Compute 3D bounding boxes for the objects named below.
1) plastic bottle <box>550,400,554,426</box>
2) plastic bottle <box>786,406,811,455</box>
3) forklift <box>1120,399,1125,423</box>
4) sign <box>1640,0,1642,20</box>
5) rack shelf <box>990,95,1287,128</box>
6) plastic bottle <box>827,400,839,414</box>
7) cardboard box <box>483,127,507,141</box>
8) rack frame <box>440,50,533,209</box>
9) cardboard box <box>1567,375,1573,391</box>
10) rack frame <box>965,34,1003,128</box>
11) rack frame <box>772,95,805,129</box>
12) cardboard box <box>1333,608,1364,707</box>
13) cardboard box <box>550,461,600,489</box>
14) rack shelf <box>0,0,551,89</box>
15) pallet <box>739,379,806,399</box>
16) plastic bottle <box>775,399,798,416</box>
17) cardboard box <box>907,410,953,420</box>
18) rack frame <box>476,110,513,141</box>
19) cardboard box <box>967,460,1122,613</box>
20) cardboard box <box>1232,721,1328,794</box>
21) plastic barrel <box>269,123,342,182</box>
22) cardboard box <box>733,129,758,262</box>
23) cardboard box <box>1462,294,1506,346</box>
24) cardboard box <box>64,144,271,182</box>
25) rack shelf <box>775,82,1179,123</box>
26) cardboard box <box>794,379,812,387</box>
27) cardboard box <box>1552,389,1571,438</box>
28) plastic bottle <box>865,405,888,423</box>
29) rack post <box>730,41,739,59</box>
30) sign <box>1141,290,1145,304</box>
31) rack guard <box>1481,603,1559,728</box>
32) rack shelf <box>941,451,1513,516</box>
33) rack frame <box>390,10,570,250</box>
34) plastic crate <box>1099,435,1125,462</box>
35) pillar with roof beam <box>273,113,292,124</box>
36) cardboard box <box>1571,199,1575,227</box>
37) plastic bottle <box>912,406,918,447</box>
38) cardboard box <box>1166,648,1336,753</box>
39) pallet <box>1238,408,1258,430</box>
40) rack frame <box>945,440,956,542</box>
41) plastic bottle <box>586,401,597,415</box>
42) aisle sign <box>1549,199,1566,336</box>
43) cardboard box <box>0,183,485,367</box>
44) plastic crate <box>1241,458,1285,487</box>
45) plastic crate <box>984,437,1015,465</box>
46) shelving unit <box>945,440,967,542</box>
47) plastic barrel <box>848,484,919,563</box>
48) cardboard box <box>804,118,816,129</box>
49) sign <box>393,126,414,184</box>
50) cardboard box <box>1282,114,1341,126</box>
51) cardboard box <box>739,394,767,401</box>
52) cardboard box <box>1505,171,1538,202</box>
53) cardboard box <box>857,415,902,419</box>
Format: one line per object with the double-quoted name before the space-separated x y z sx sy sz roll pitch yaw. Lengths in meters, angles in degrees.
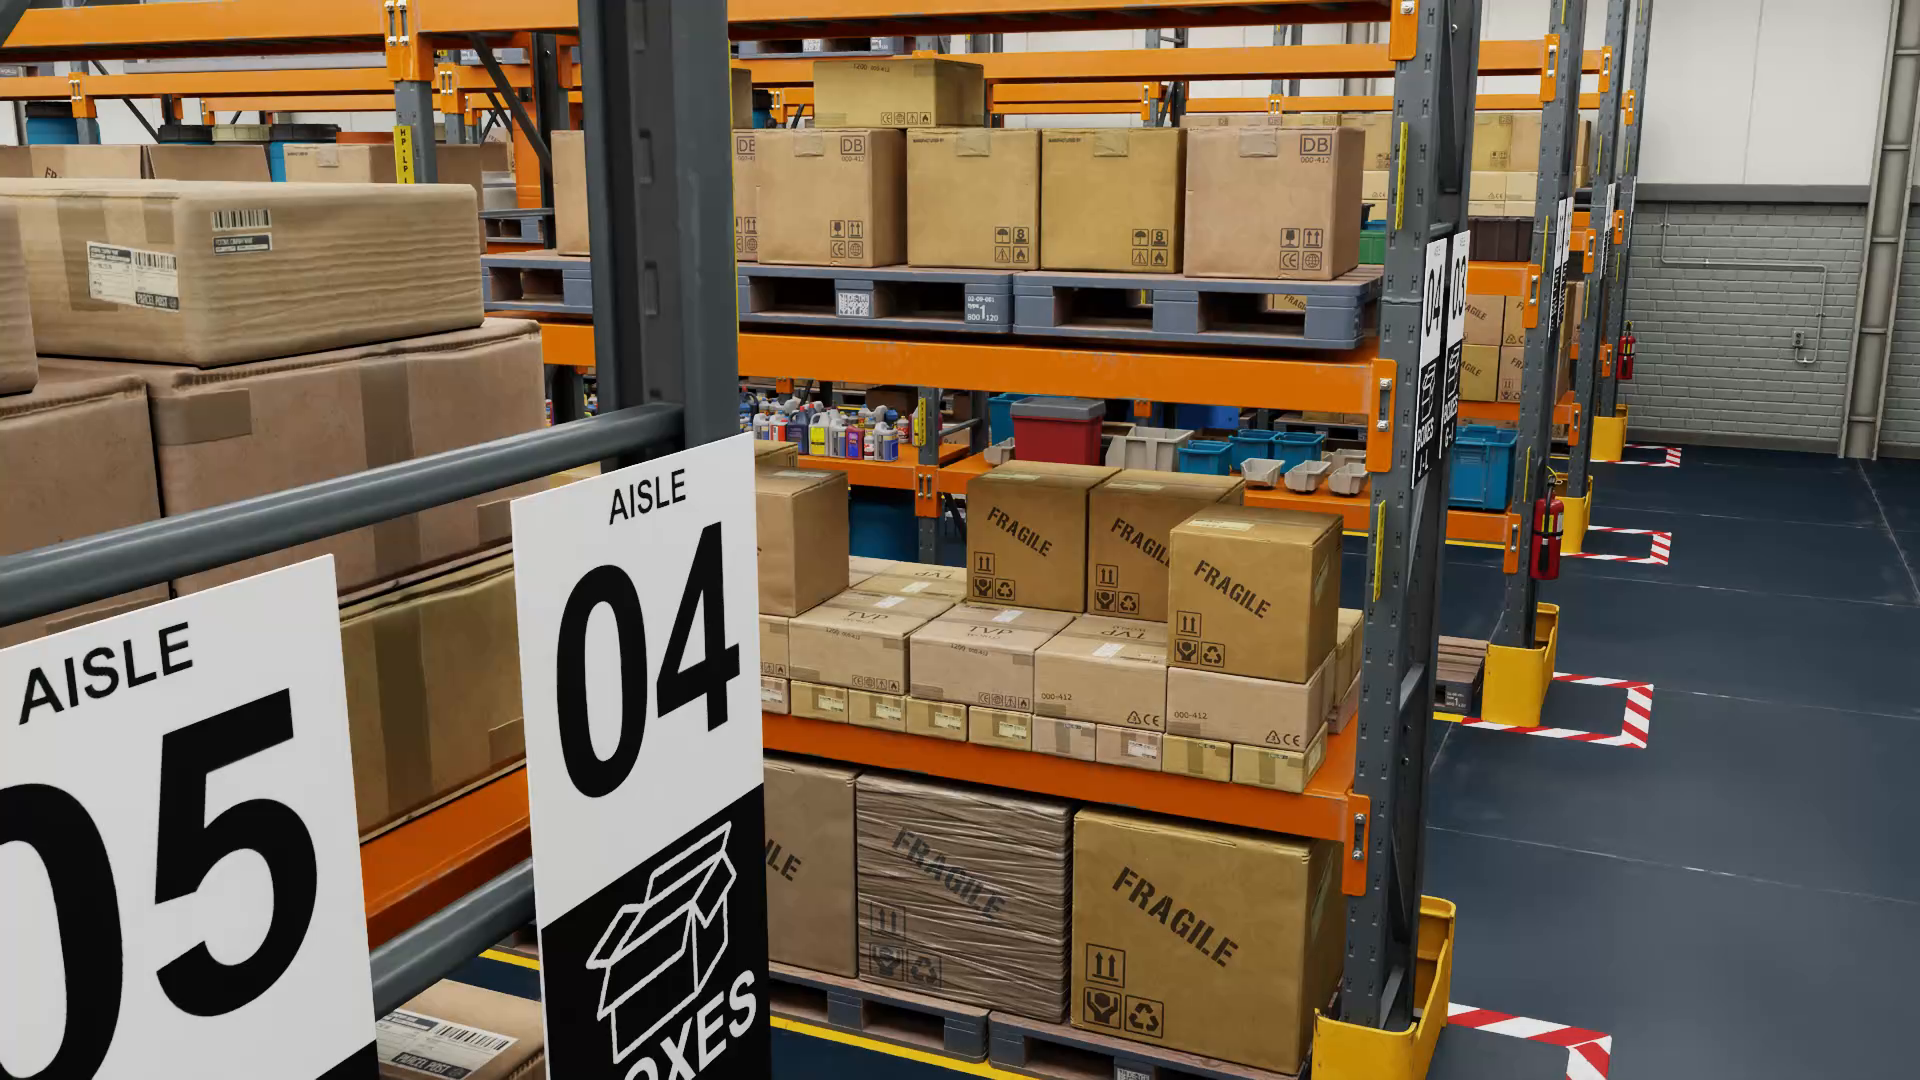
"plastic bottle" -3.148 -0.966 13.056 0.133 0.283 0.061 6 14 23
"plastic bottle" -1.180 -0.810 12.244 0.185 0.351 0.144 6 14 23
"forklift" 1.137 -2.783 20.694 5.269 2.935 3.258 6 15 25
"sign" 7.399 -5.801 18.057 0.005 0.325 0.100 6 14 23
"rack shelf" 2.146 -5.430 21.144 4.000 0.370 1.077 6 14 23
"plastic bottle" -1.012 -0.949 12.982 0.133 0.283 0.061 6 14 23
"cardboard box" -6.743 -5.899 24.806 0.500 0.500 0.500 5 14 19
"rack frame" -3.695 -4.091 12.986 0.127 3.000 1.000 6 14 23
"cardboard box" 7.147 -1.877 19.814 0.250 0.149 0.380 6 14 24
"rack frame" 0.318 -6.160 21.804 0.127 3.000 1.000 6 14 23
"rack frame" -1.685 -5.125 17.394 0.127 3.000 1.000 6 14 23
"cardboard box" 1.284 0.432 6.521 0.500 0.250 0.500 5 14 22
"cardboard box" -1.710 -0.105 7.166 0.500 0.500 0.500 6 14 23
"rack shelf" -3.873 -2.326 7.916 4.000 0.370 1.077 6 14 23
"pallet" -2.627 -2.180 24.080 1.213 0.211 1.003 6 14 23
"plastic bottle" -1.365 -0.969 13.086 0.135 0.276 0.152 6 14 23
"cardboard box" -0.262 -1.116 17.950 0.500 0.500 0.500 5 14 21
"rack frame" -6.997 -6.900 24.959 0.127 3.000 1.000 6 14 23
"cardboard box" 0.351 -0.026 6.831 0.500 0.500 0.500 5 14 22
"cardboard box" 1.154 0.763 5.984 0.250 0.149 0.380 6 15 24
"plastic barrel" -5.603 -3.122 14.325 0.708 0.901 0.600 6 14 23
"cardboard box" -0.814 -1.417 6.801 0.500 0.500 0.700 7 15 26
"cardboard box" 4.649 -2.030 14.928 0.500 0.500 0.500 6 15 25
"cardboard box" -3.825 -1.666 8.074 0.637 0.503 0.797 6 14 22
"rack shelf" 0.143 -4.395 16.733 4.000 0.370 1.077 6 14 23
"cardboard box" -2.167 -2.505 23.868 0.500 0.500 0.700 5 14 22
"cardboard box" 6.952 -1.531 19.760 0.500 0.500 0.700 6 14 23
"plastic bottle" -0.641 -0.896 12.774 0.135 0.276 0.152 6 14 23
"rack post" -1.940 -3.638 12.151 0.954 0.300 0.937 8 15 29
"sign" 1.750 -2.282 15.874 0.005 0.325 0.100 6 14 23
"rack guard" 3.647 0.786 10.804 0.348 0.500 1.175 6 14 23
"rack shelf" 1.791 -0.360 11.365 3.809 0.124 0.919 6 14 23
"rack frame" -2.044 -2.686 7.000 0.127 3.000 1.000 6 14 23
"plastic crate" 1.094 -0.648 11.916 0.590 0.125 0.437 6 14 23
"pillar with roof beam" -13.236 -6.672 23.987 0.400 9.000 9.100 6 14 23
"cardboard box" 5.262 -2.952 15.028 0.500 0.250 0.500 6 14 23
"plastic bottle" -0.265 -0.880 12.543 0.185 0.351 0.144 6 14 23
"cardboard box" 1.063 0.543 6.046 0.500 0.250 0.500 6 14 22
"pallet" 3.239 -1.568 21.468 1.213 0.211 1.003 6 14 23
"rack frame" -0.086 -0.447 15.184 0.006 0.900 0.240 6 14 23
"plastic bottle" -2.888 -0.954 13.029 0.097 0.271 0.097 0 13 0
"aisle sign" 3.567 -1.628 9.930 0.004 0.787 0.394 6 14 23
"cardboard box" -0.692 -0.271 1.635 0.250 0.149 0.380 6 14 23
"plastic crate" 1.999 -0.443 11.016 0.250 0.136 0.298 6 14 23
"plastic crate" 0.330 -0.628 11.806 0.243 0.136 0.396 6 14 23
"shelving unit" 0.007 -0.437 15.144 0.210 0.900 0.258 6 14 23
"plastic barrel" -0.528 -0.037 12.515 0.708 0.901 0.600 6 14 23
"cardboard box" -1.289 -4.159 17.433 0.500 0.500 0.500 6 14 23
"sign" -2.255 -1.517 6.761 0.005 0.325 0.100 6 14 23
"cardboard box" 3.291 -3.672 15.360 0.500 0.500 0.700 6 14 23
"cardboard box" -2.529 -1.500 18.949 0.500 0.311 0.500 5 14 22
"cardboard box" 5.056 -3.089 14.517 0.500 0.250 0.500 6 14 23
"cardboard box" -0.904 -1.053 17.679 0.500 0.500 0.500 5 14 21
